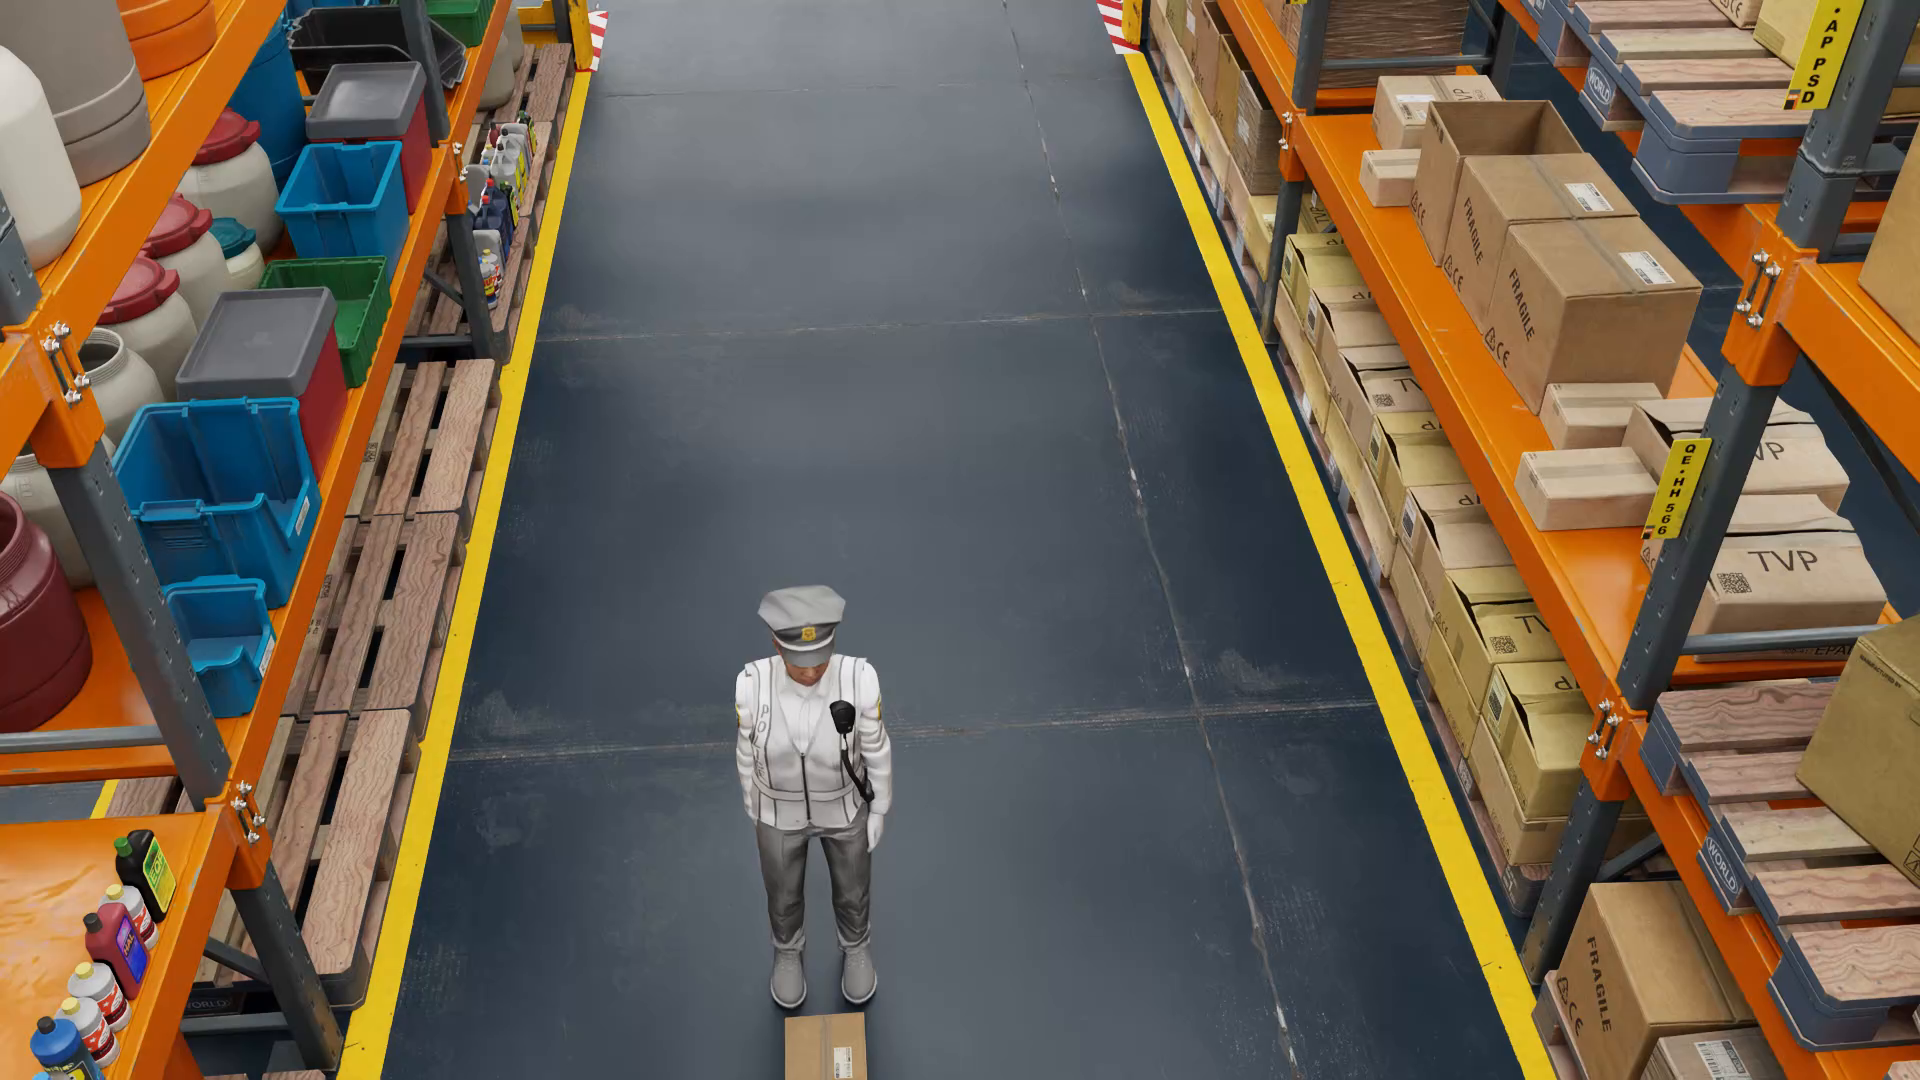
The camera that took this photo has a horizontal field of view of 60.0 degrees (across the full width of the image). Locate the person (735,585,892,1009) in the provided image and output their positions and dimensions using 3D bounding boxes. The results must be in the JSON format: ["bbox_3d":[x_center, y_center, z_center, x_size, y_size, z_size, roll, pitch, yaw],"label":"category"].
[{"bbox_3d":[-0.440,0.833,5.135,0.467,1.672,0.331,-2,39,-3],"label":"person"}]
